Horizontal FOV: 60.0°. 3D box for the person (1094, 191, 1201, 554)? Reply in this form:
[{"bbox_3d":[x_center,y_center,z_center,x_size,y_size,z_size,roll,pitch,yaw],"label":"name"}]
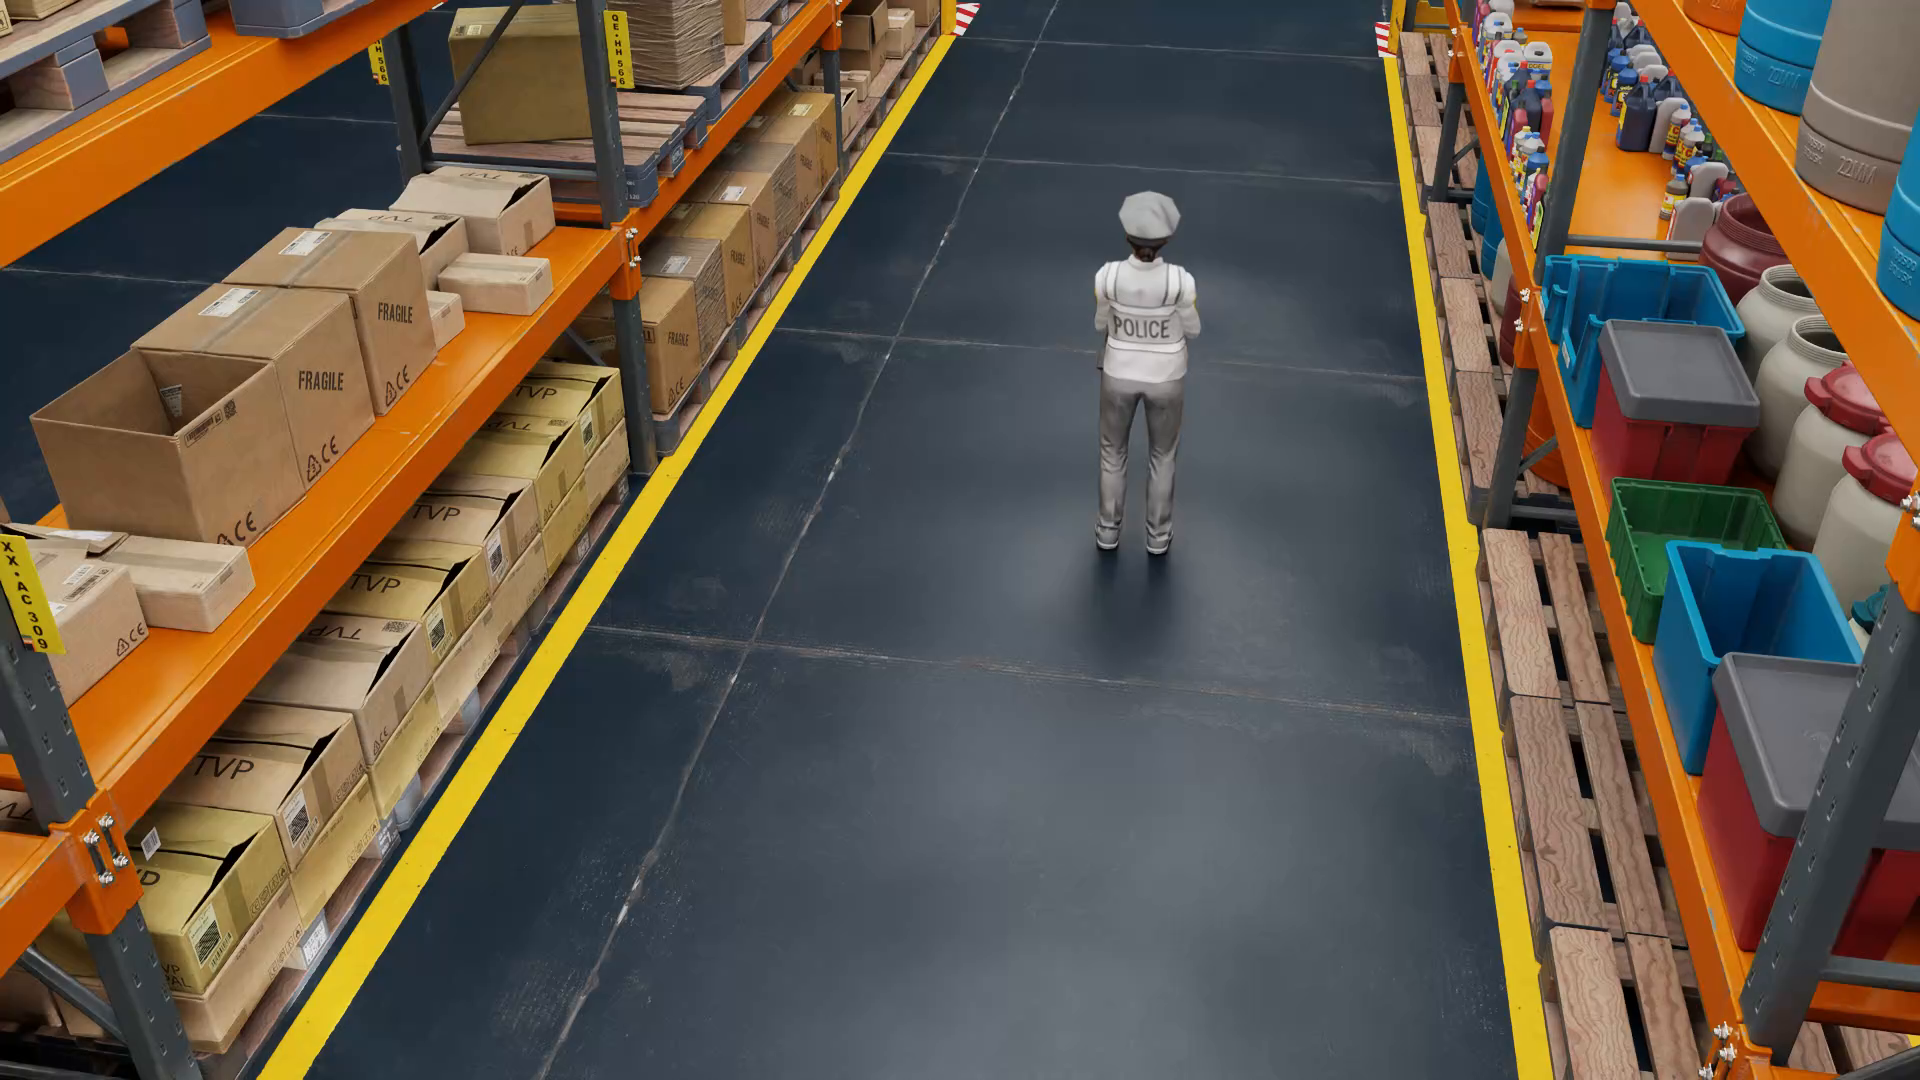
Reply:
[{"bbox_3d":[0.807,-0.740,7.275,0.459,1.688,0.543,6,33,9],"label":"person"}]
